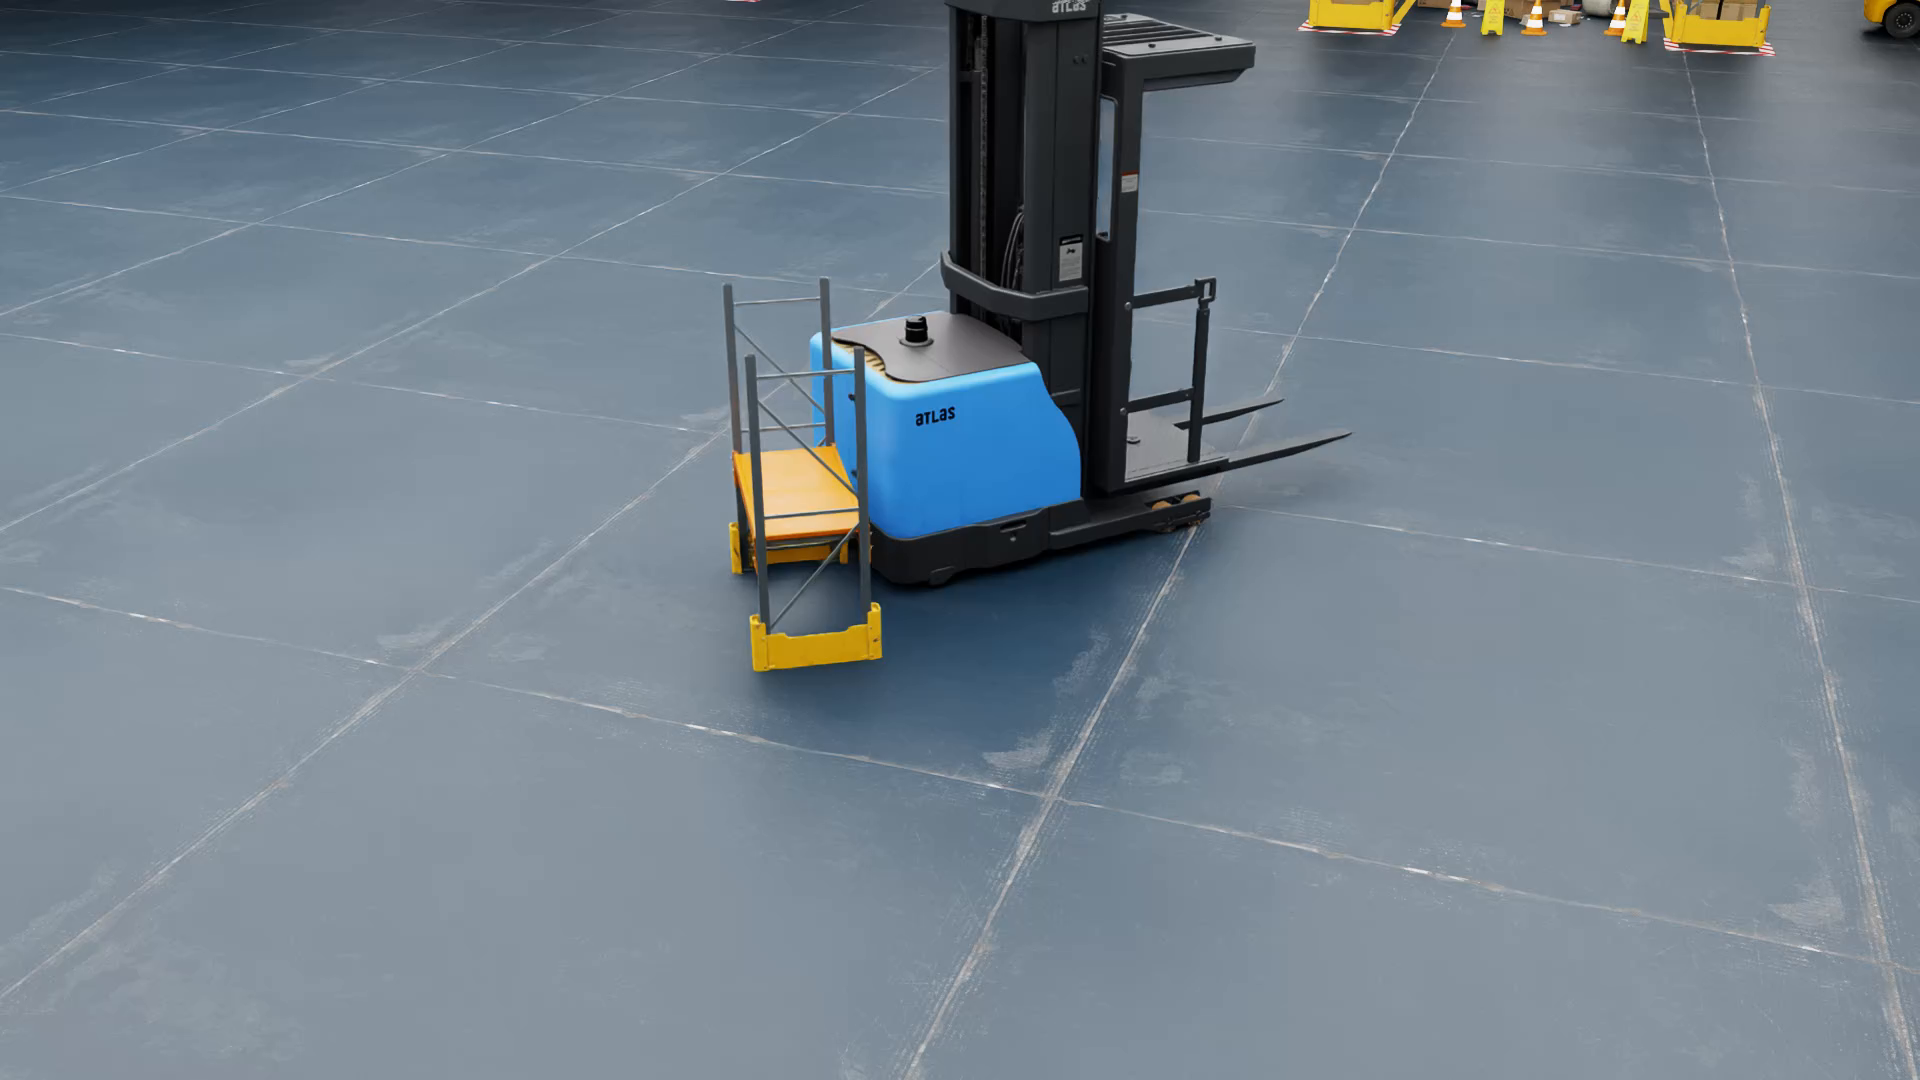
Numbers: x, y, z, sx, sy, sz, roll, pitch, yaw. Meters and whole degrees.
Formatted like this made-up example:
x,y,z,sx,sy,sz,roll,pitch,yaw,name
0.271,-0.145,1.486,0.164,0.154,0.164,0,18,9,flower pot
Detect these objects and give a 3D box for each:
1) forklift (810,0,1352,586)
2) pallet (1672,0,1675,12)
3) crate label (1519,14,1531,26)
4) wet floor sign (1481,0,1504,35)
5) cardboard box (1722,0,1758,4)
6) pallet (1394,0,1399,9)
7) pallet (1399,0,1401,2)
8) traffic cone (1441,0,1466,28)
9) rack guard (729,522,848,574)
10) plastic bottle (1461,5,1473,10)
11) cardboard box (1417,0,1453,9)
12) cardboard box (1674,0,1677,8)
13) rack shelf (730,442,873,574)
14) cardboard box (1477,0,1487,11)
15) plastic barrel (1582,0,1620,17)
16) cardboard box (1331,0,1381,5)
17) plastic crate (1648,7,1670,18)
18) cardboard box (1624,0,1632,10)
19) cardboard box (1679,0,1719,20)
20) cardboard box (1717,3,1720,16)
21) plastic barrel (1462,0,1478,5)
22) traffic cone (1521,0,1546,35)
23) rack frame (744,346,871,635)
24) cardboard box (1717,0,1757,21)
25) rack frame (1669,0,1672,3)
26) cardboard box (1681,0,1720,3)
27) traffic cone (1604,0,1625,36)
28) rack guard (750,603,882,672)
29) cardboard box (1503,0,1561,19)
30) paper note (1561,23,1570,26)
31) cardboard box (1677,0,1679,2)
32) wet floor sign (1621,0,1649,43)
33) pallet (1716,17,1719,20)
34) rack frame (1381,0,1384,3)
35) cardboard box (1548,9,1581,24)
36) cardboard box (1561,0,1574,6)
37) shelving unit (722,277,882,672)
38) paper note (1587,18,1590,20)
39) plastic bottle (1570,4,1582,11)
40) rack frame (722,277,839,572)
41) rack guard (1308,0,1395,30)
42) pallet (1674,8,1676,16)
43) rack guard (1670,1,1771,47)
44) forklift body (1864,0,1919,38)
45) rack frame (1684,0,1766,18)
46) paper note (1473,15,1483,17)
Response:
x,y,z,sx,sy,sz,roll,pitch,yaw,name
0.761,-1.542,8.571,3.031,2.935,1.130,-14,29,-26,forklift
11.524,-8.272,25.592,1.003,0.211,1.213,9,27,17,pallet
8.353,-7.593,24.275,0.250,0.136,0.298,-5,26,-9,crate label
7.539,-7.482,23.462,0.267,0.644,0.232,4,26,8,wet floor sign
10.920,-7.754,23.136,0.500,0.500,0.500,8,27,16,cardboard box
6.281,-8.425,25.909,1.003,0.211,1.213,9,27,17,pallet
6.686,-8.928,26.948,1.003,0.211,1.213,9,27,17,pallet
7.197,-7.711,24.145,0.336,0.463,0.334,9,27,17,traffic cone
-0.866,0.018,8.426,0.587,0.250,0.087,-5,26,-11,rack guard
7.755,-8.215,25.648,0.283,0.061,0.133,0,26,-1,plastic bottle
7.464,-8.574,25.881,0.500,0.500,0.500,14,29,26,cardboard box
10.747,-7.914,24.327,0.500,0.250,0.500,8,27,16,cardboard box
-0.757,-0.167,7.786,0.538,0.185,1.000,-5,26,-11,rack shelf
8.177,-8.280,25.547,0.396,0.266,0.258,14,29,26,cardboard box
9.643,-8.073,24.938,0.421,0.421,0.512,-14,29,-27,plastic barrel
5.845,-8.361,24.534,0.875,0.875,0.875,9,27,18,cardboard box
10.418,-7.968,25.114,0.402,0.080,0.583,0,26,-1,plastic crate
10.074,-8.441,25.607,0.500,0.500,0.500,-14,29,-27,cardboard box
10.406,-7.497,23.465,0.500,0.250,0.500,9,27,17,cardboard box
11.089,-7.616,23.711,0.500,0.250,0.500,10,27,19,cardboard box
8.082,-8.636,26.101,0.421,0.421,0.512,-14,29,-27,plastic barrel
8.150,-7.407,23.518,0.336,0.463,0.334,9,27,17,traffic cone
-0.648,-0.112,7.261,0.500,1.500,0.032,-5,26,-11,rack frame
10.912,-7.407,23.280,0.500,0.250,0.500,9,27,17,cardboard box
11.714,-9.808,25.565,1.000,3.000,0.127,9,27,17,rack frame
10.404,-7.820,23.272,0.500,0.500,0.500,9,27,18,cardboard box
9.310,-7.386,23.474,0.336,0.463,0.334,9,27,17,traffic cone
-0.652,0.442,7.550,0.587,0.250,0.087,-5,26,-11,rack guard
8.580,-8.130,24.963,0.797,0.503,0.637,-9,27,-18,cardboard box
8.820,-7.505,24.216,0.148,0.019,0.142,0,26,-1,paper note
10.578,-7.699,23.882,0.500,0.250,0.500,9,27,18,cardboard box
9.311,-7.182,22.842,0.267,0.644,0.232,20,32,35,wet floor sign
10.712,-7.269,23.521,1.003,0.211,1.213,9,27,17,pallet
5.681,-8.841,23.567,1.000,3.000,0.127,9,27,17,rack frame
8.914,-7.712,24.508,0.250,0.149,0.380,-20,33,-36,cardboard box
9.419,-8.554,26.112,0.258,0.266,0.396,-9,27,-18,cardboard box
-0.759,-0.332,7.716,0.587,1.500,1.083,-5,26,-11,shelving unit
9.364,-7.761,24.768,0.032,0.001,0.123,9,27,17,paper note
9.516,-8.227,25.672,0.133,0.061,0.283,14,29,26,plastic bottle
-0.866,-0.545,8.154,0.500,1.500,0.032,-5,26,-11,rack frame
5.673,-7.706,24.091,1.175,0.500,0.348,9,27,17,rack guard
11.120,-7.769,24.553,1.003,0.211,1.213,9,27,17,pallet
10.408,-7.070,22.779,1.175,0.500,0.348,9,27,17,rack guard
13.976,-8.108,23.027,2.313,2.155,1.214,9,27,17,forklift body
10.383,-8.164,22.170,1.000,3.000,0.127,9,27,17,rack frame
7.790,-7.884,25.001,0.144,0.017,0.142,20,32,35,paper note
